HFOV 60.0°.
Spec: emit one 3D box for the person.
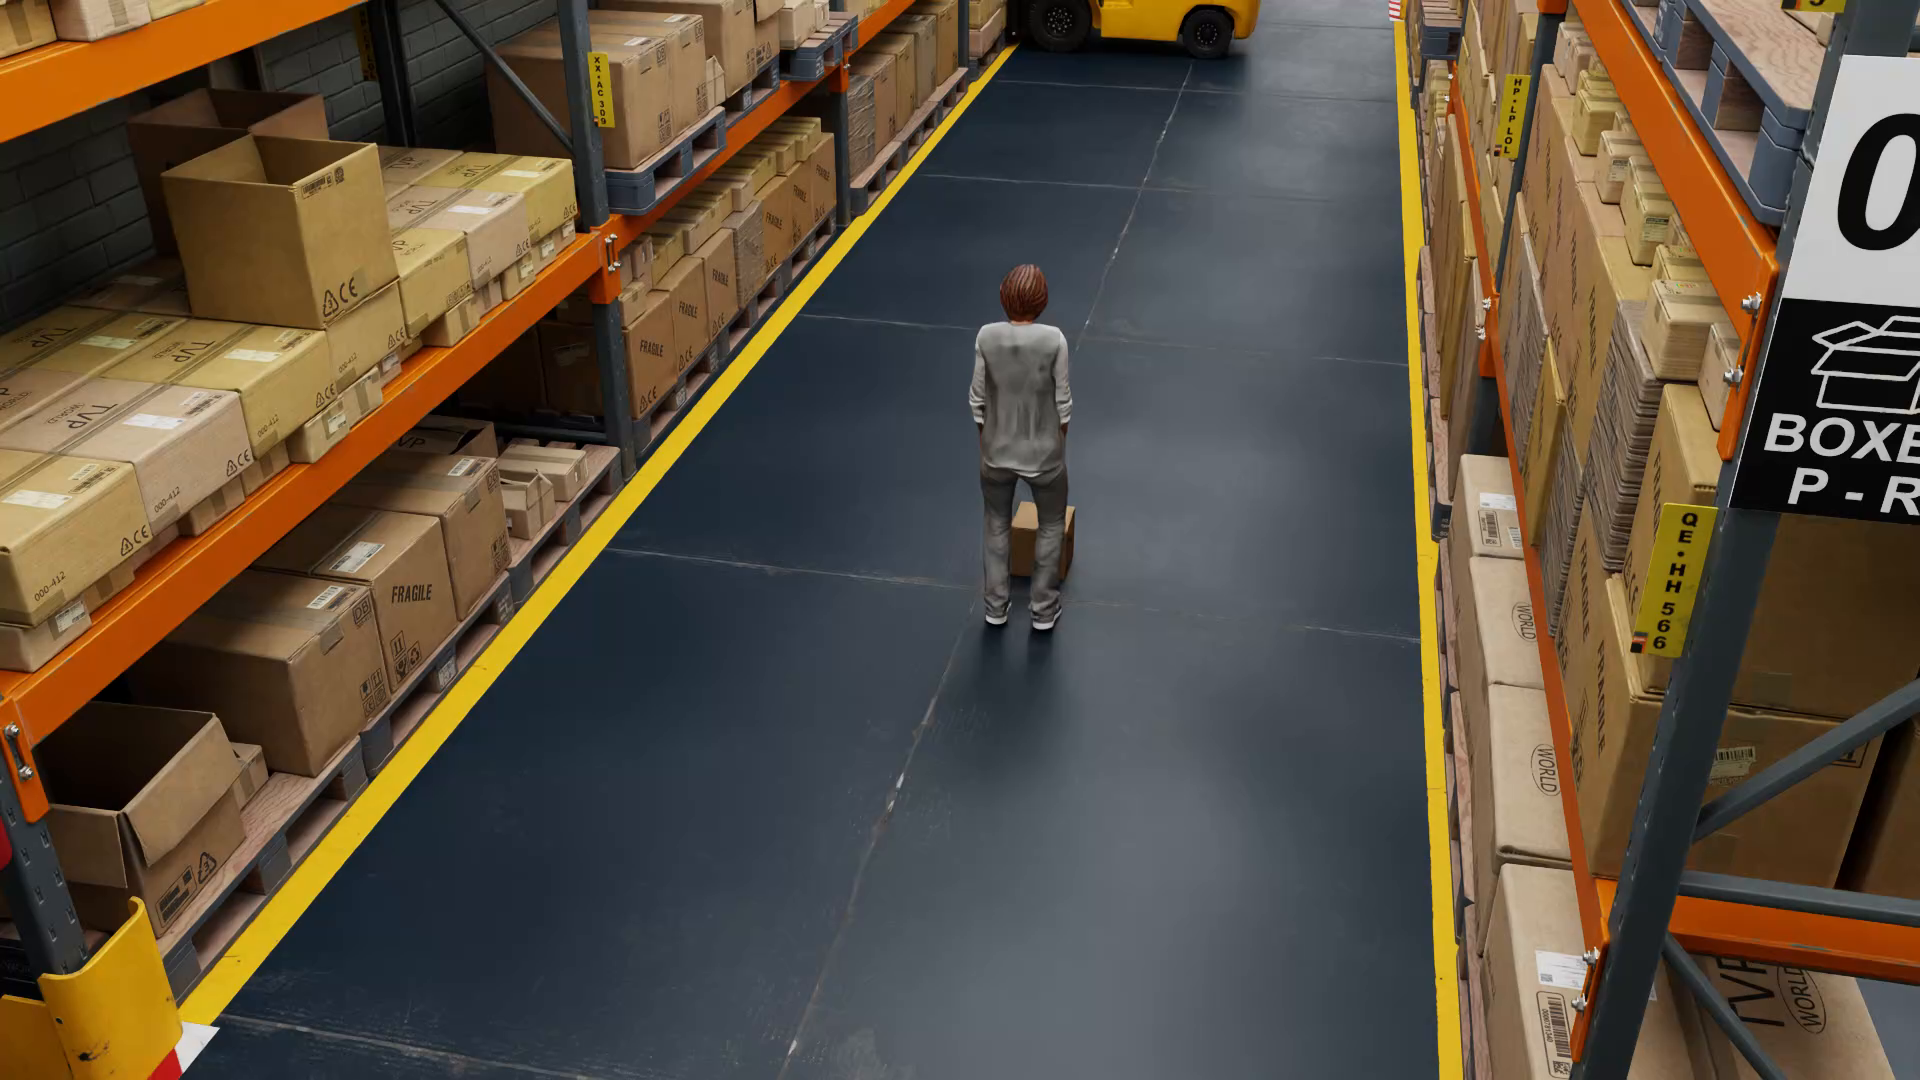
[{"bbox_3d":[0.240,-0.345,6.812,0.423,1.550,0.368,7,30,12],"label":"person"}]
